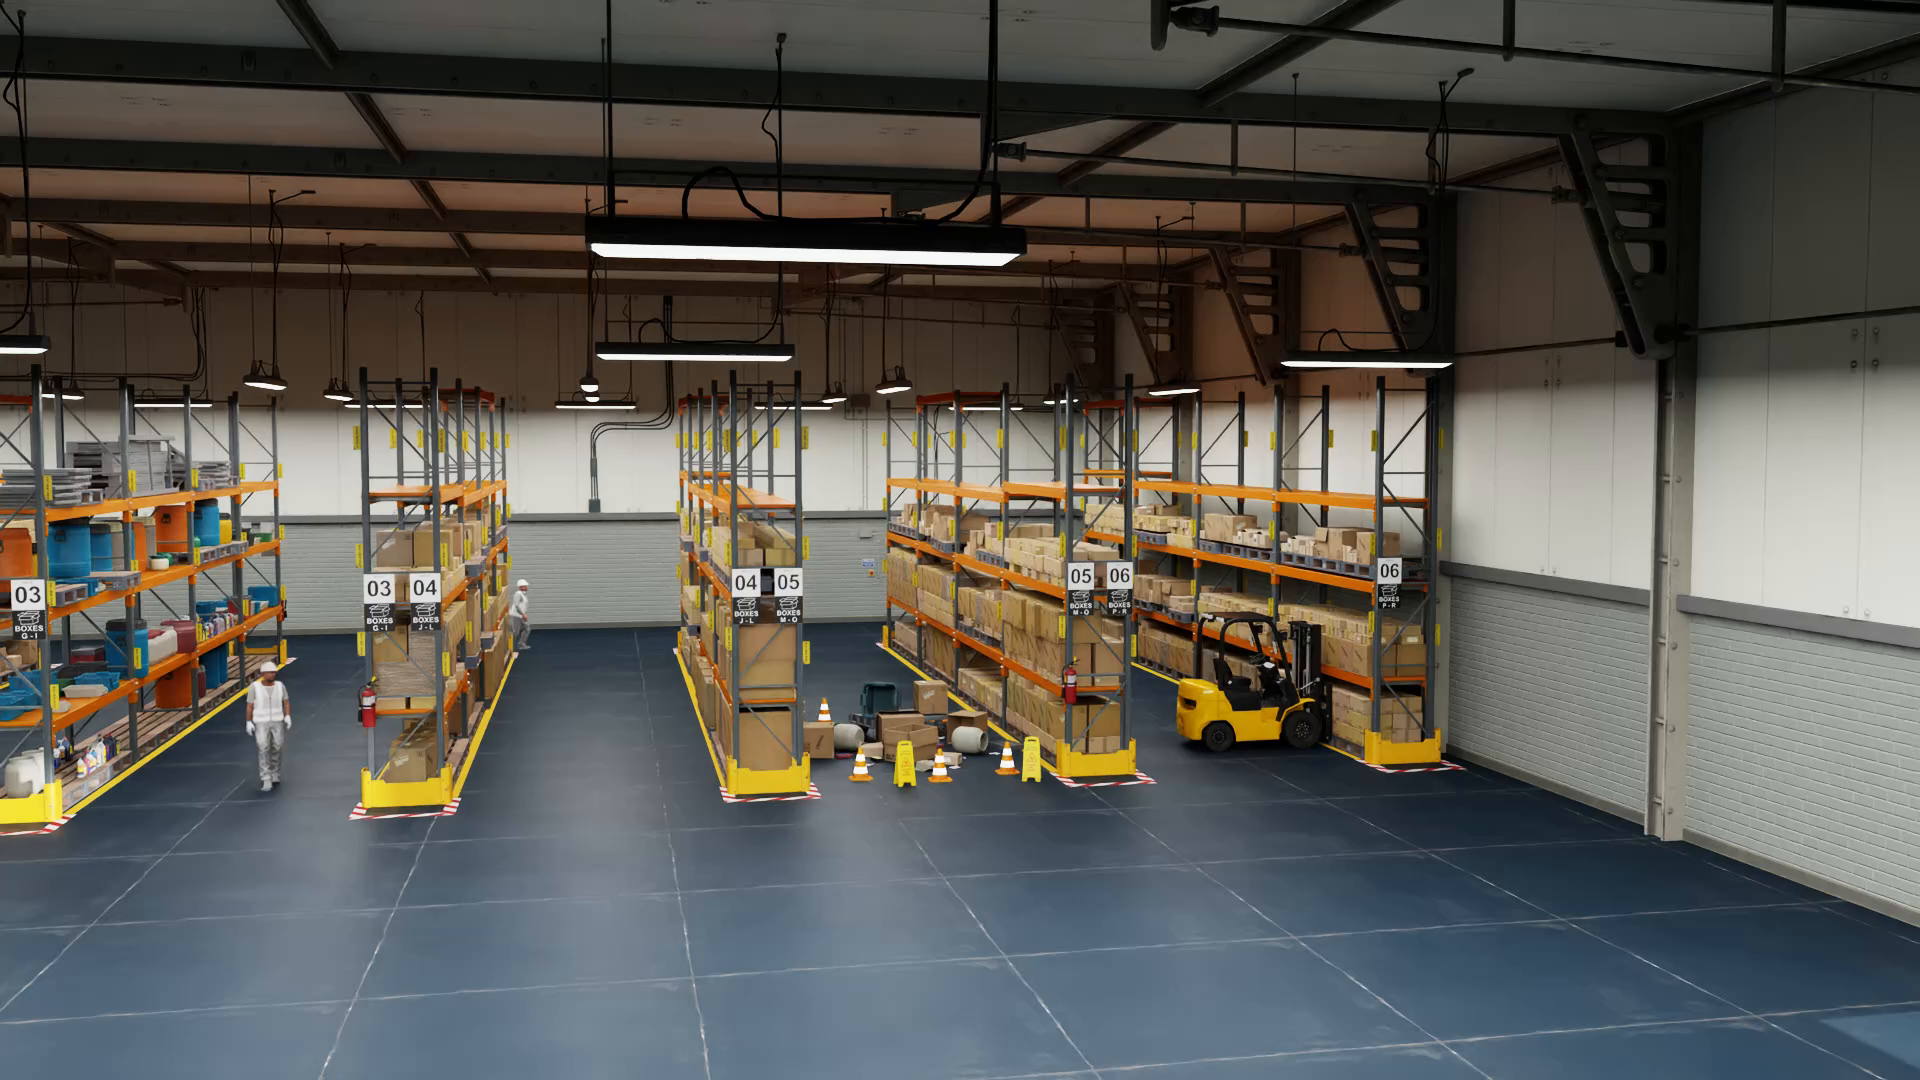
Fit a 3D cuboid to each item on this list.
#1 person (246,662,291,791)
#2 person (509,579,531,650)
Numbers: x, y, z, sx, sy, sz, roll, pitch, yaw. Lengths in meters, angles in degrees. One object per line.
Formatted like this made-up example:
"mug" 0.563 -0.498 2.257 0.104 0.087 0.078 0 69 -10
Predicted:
"person" -9.993 2.682 24.157 0.580 1.783 0.715 -3 4 -39
"person" -10.648 1.788 39.672 0.780 1.703 0.672 0 3 -5
